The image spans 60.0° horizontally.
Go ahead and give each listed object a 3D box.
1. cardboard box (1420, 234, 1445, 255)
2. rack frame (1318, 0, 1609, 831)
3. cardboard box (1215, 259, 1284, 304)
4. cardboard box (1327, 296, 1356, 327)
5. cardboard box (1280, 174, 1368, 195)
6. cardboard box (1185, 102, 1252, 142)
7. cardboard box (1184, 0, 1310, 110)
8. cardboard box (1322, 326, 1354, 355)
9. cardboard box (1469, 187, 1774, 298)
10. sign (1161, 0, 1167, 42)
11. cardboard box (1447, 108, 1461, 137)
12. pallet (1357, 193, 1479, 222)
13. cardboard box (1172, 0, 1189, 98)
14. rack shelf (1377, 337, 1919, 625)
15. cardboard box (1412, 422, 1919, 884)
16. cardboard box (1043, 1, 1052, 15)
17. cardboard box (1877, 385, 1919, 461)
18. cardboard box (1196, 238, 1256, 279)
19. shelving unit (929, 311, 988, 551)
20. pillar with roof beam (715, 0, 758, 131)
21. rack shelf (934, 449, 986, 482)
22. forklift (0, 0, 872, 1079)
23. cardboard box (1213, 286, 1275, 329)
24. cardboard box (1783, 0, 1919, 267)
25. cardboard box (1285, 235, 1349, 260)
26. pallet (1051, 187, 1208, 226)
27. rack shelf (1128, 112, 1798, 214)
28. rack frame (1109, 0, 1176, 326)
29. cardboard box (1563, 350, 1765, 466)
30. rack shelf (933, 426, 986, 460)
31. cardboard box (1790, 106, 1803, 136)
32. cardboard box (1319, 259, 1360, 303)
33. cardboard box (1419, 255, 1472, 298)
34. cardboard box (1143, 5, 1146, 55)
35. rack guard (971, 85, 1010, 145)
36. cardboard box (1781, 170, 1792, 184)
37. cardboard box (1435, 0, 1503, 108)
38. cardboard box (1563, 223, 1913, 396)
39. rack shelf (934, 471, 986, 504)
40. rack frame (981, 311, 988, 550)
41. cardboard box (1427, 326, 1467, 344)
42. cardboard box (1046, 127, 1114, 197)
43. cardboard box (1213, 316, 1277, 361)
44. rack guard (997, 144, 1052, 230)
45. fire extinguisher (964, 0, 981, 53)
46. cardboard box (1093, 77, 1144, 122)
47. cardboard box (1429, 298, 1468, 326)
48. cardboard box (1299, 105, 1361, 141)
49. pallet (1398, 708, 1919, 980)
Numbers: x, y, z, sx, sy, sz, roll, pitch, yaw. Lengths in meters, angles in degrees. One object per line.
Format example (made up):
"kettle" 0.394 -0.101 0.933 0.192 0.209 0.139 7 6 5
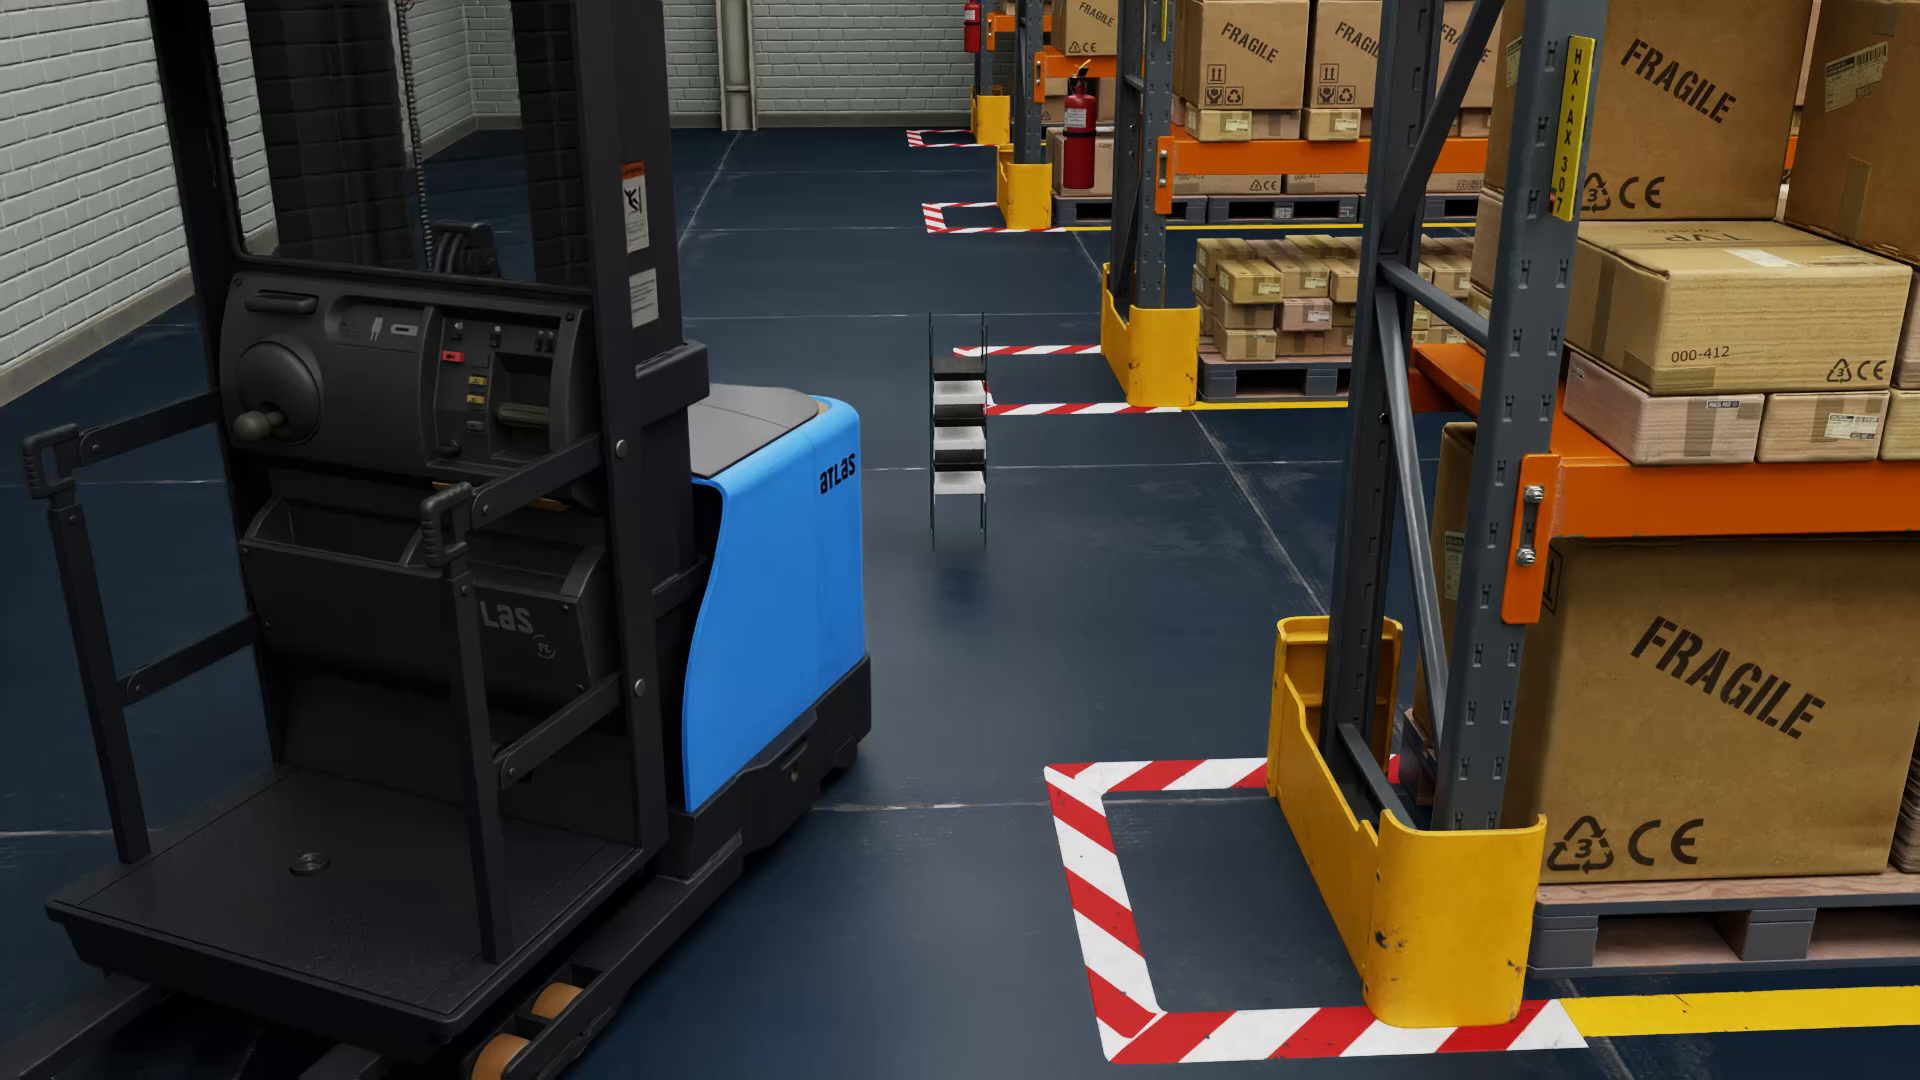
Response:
"cardboard box" 2.466 -1.564 9.094 0.250 0.149 0.380 0 21 -1
"rack frame" 1.102 -0.514 3.756 0.127 3.000 1.000 -1 21 -3
"cardboard box" 1.462 -1.310 8.427 0.250 0.149 0.380 -2 21 -6
"cardboard box" 1.973 -1.223 8.615 0.250 0.149 0.380 -1 21 -2
"cardboard box" 3.003 -3.122 13.615 0.875 0.438 0.875 -2 21 -5
"cardboard box" 1.262 -2.051 8.145 0.250 0.149 0.380 -1 21 -3
"cardboard box" 1.384 -2.375 8.085 0.500 0.500 0.500 0 21 0
"cardboard box" 1.965 -1.081 8.661 0.250 0.149 0.380 -1 21 -2
"cardboard box" 1.570 -0.687 4.003 0.500 0.250 0.500 -1 21 -4
"sign" 0.951 -2.490 7.729 0.005 0.325 0.100 -1 21 -3
"cardboard box" 2.308 -2.108 8.295 0.250 0.149 0.380 -1 21 -4
"pallet" 3.766 -2.825 13.745 1.213 0.211 1.003 -1 21 -3
"cardboard box" 1.353 -2.565 8.583 0.500 0.500 0.500 -1 21 -2
"rack shelf" 3.099 -0.219 3.991 4.000 0.370 1.077 -1 21 -3
"cardboard box" 1.736 0.241 4.168 0.875 0.875 0.875 -1 21 -3
"cardboard box" 0.844 -5.611 17.497 0.250 0.149 0.380 -1 21 -2
"cardboard box" 1.987 -0.298 3.541 0.250 0.149 0.380 -2 21 -4
"cardboard box" 1.434 -1.521 8.981 0.250 0.149 0.380 -1 21 -2
"shelving unit" -0.008 -0.420 6.460 0.210 0.900 0.258 -1 21 -3
"pillar with roof beam" -2.249 -7.338 13.247 0.400 9.000 9.100 -1 21 -3
"rack shelf" -0.008 -0.305 6.504 0.200 0.077 0.258 -1 21 -3
"forklift" -1.293 -0.339 3.393 1.130 2.935 3.031 8 22 21
"cardboard box" 1.457 -1.201 8.557 0.250 0.149 0.380 0 21 -1
"cardboard box" 2.096 -0.858 3.397 0.500 0.500 0.500 -2 21 -4
"cardboard box" 1.939 -1.556 9.073 0.250 0.149 0.380 -2 21 -4
"pallet" 1.330 -2.775 13.614 1.213 0.211 1.003 -1 21 -3
"rack shelf" 2.916 -1.983 8.624 4.000 0.370 1.077 -1 21 -3
"rack frame" 0.920 -2.278 8.389 0.127 3.000 1.000 -1 21 -3
"cardboard box" 1.475 -0.287 3.512 0.250 0.149 0.380 -1 21 -2
"rack shelf" -0.008 -0.389 6.472 0.200 0.077 0.258 -1 21 -3
"cardboard box" 4.120 -2.125 8.340 0.250 0.149 0.380 0 21 -1
"cardboard box" 1.989 -1.318 8.448 0.250 0.149 0.380 -1 21 -3
"cardboard box" 2.510 -1.355 8.544 0.250 0.149 0.380 0 21 -1
"cardboard box" 1.535 -4.009 12.795 0.500 0.500 0.500 -1 21 -4
"rack guard" 0.325 -4.631 18.082 0.348 0.500 1.175 -1 21 -3
"cardboard box" 6.938 -3.399 13.730 0.875 0.875 0.875 -1 21 -2
"cardboard box" 2.406 -2.400 8.152 0.500 0.500 0.500 -1 21 -2
"cardboard box" 1.596 -0.497 3.504 0.500 0.250 0.500 -2 21 -4
"rack shelf" -0.008 -0.221 6.536 0.200 0.077 0.258 -1 21 -3
"rack frame" 0.093 -0.422 6.466 0.006 0.900 0.240 -1 21 -3
"cardboard box" 2.476 -1.086 8.675 0.250 0.149 0.380 -1 21 -3
"cardboard box" 1.189 -3.082 13.512 0.875 0.438 0.875 -2 21 -5
"cardboard box" 1.461 -1.039 8.551 0.250 0.149 0.380 -1 21 -2
"rack guard" 0.512 -2.866 13.446 0.348 0.500 1.175 -1 21 -3
"fire extinguisher" 0.129 -5.420 17.275 0.183 0.674 0.296 -1 21 -3
"cardboard box" 1.721 -4.808 17.957 0.500 0.500 0.700 0 21 -1
"cardboard box" 2.495 -1.228 8.630 0.250 0.149 0.380 -2 21 -6
"cardboard box" 1.785 -2.057 8.162 0.250 0.149 0.380 -2 21 -5
"pallet" 1.896 0.745 4.368 1.213 0.211 1.003 -1 21 -3
